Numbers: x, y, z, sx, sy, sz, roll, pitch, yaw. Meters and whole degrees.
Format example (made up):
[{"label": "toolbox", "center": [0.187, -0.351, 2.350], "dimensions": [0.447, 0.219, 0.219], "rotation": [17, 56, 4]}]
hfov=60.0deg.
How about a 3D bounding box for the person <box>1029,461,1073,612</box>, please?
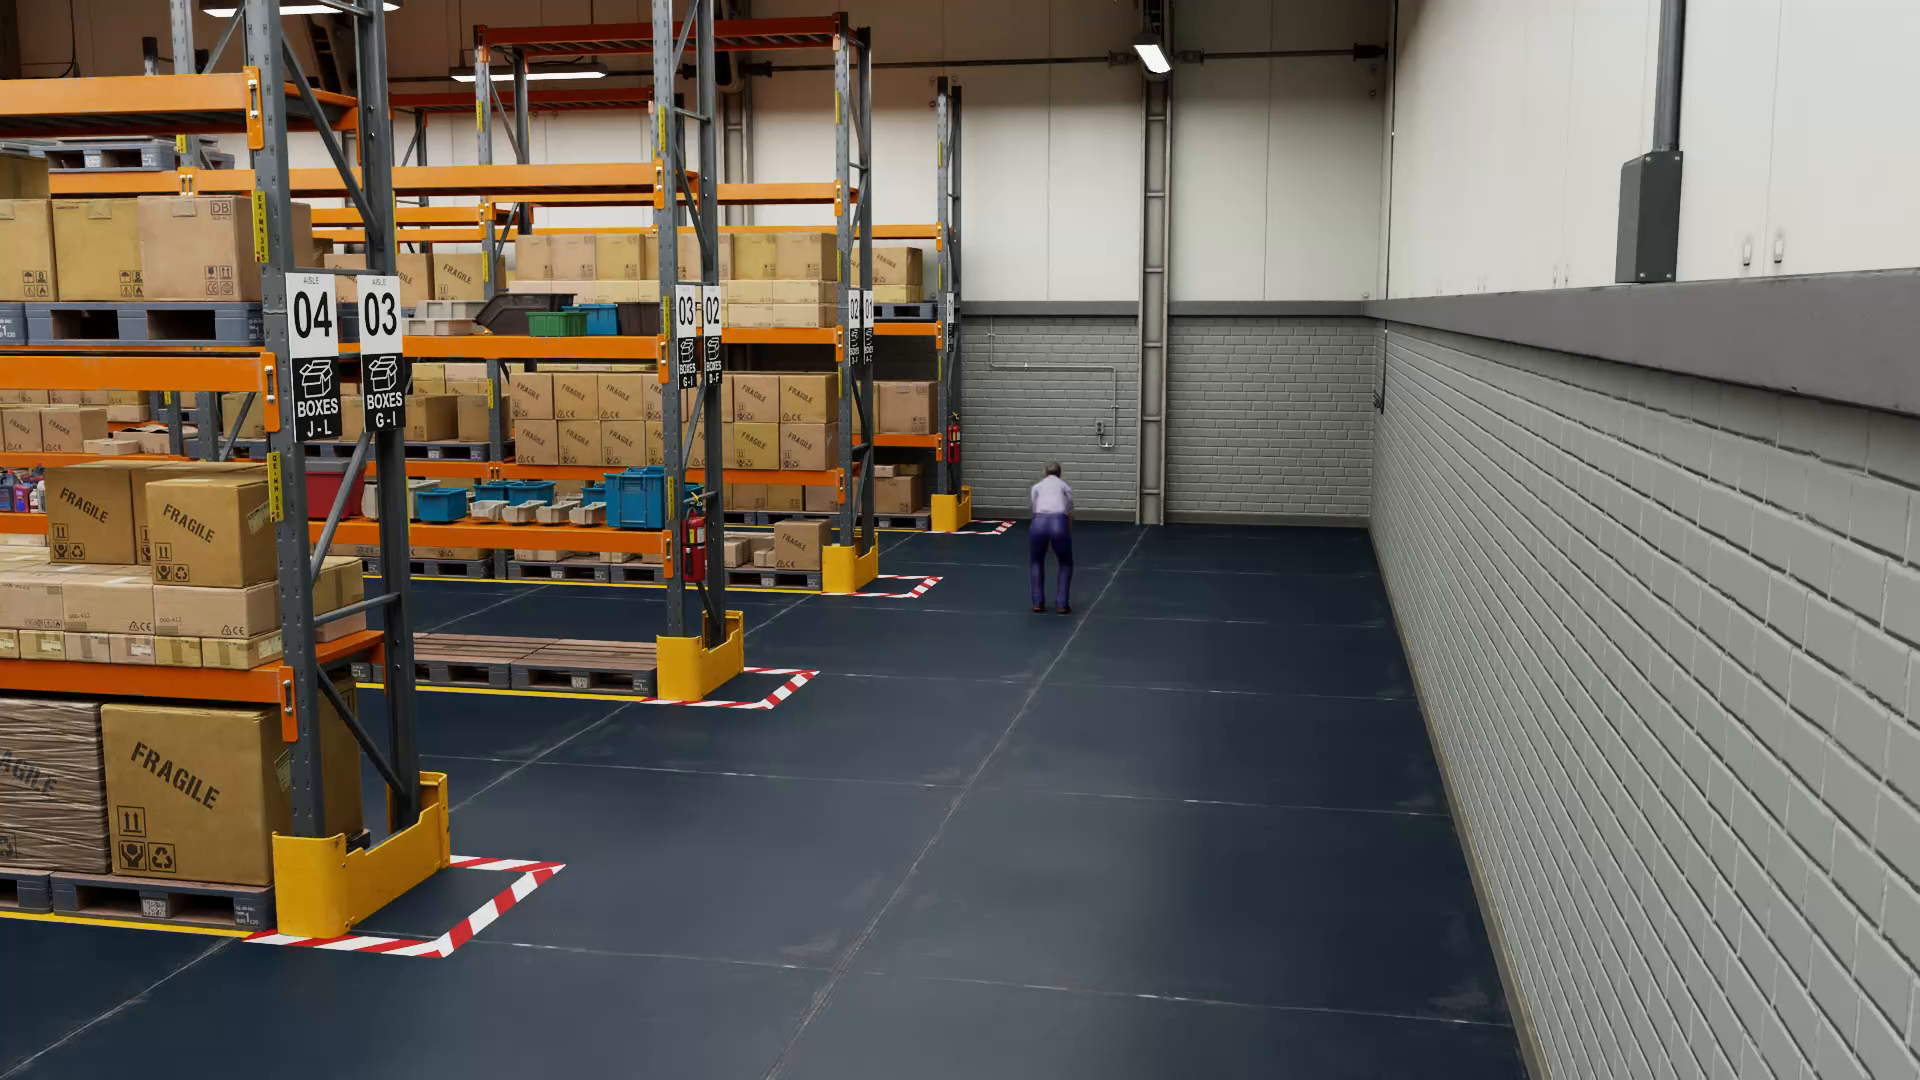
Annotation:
[{"label": "person", "center": [0.924, -0.030, 16.704], "dimensions": [0.449, 1.483, 0.684], "rotation": [1, 8, 10]}]
